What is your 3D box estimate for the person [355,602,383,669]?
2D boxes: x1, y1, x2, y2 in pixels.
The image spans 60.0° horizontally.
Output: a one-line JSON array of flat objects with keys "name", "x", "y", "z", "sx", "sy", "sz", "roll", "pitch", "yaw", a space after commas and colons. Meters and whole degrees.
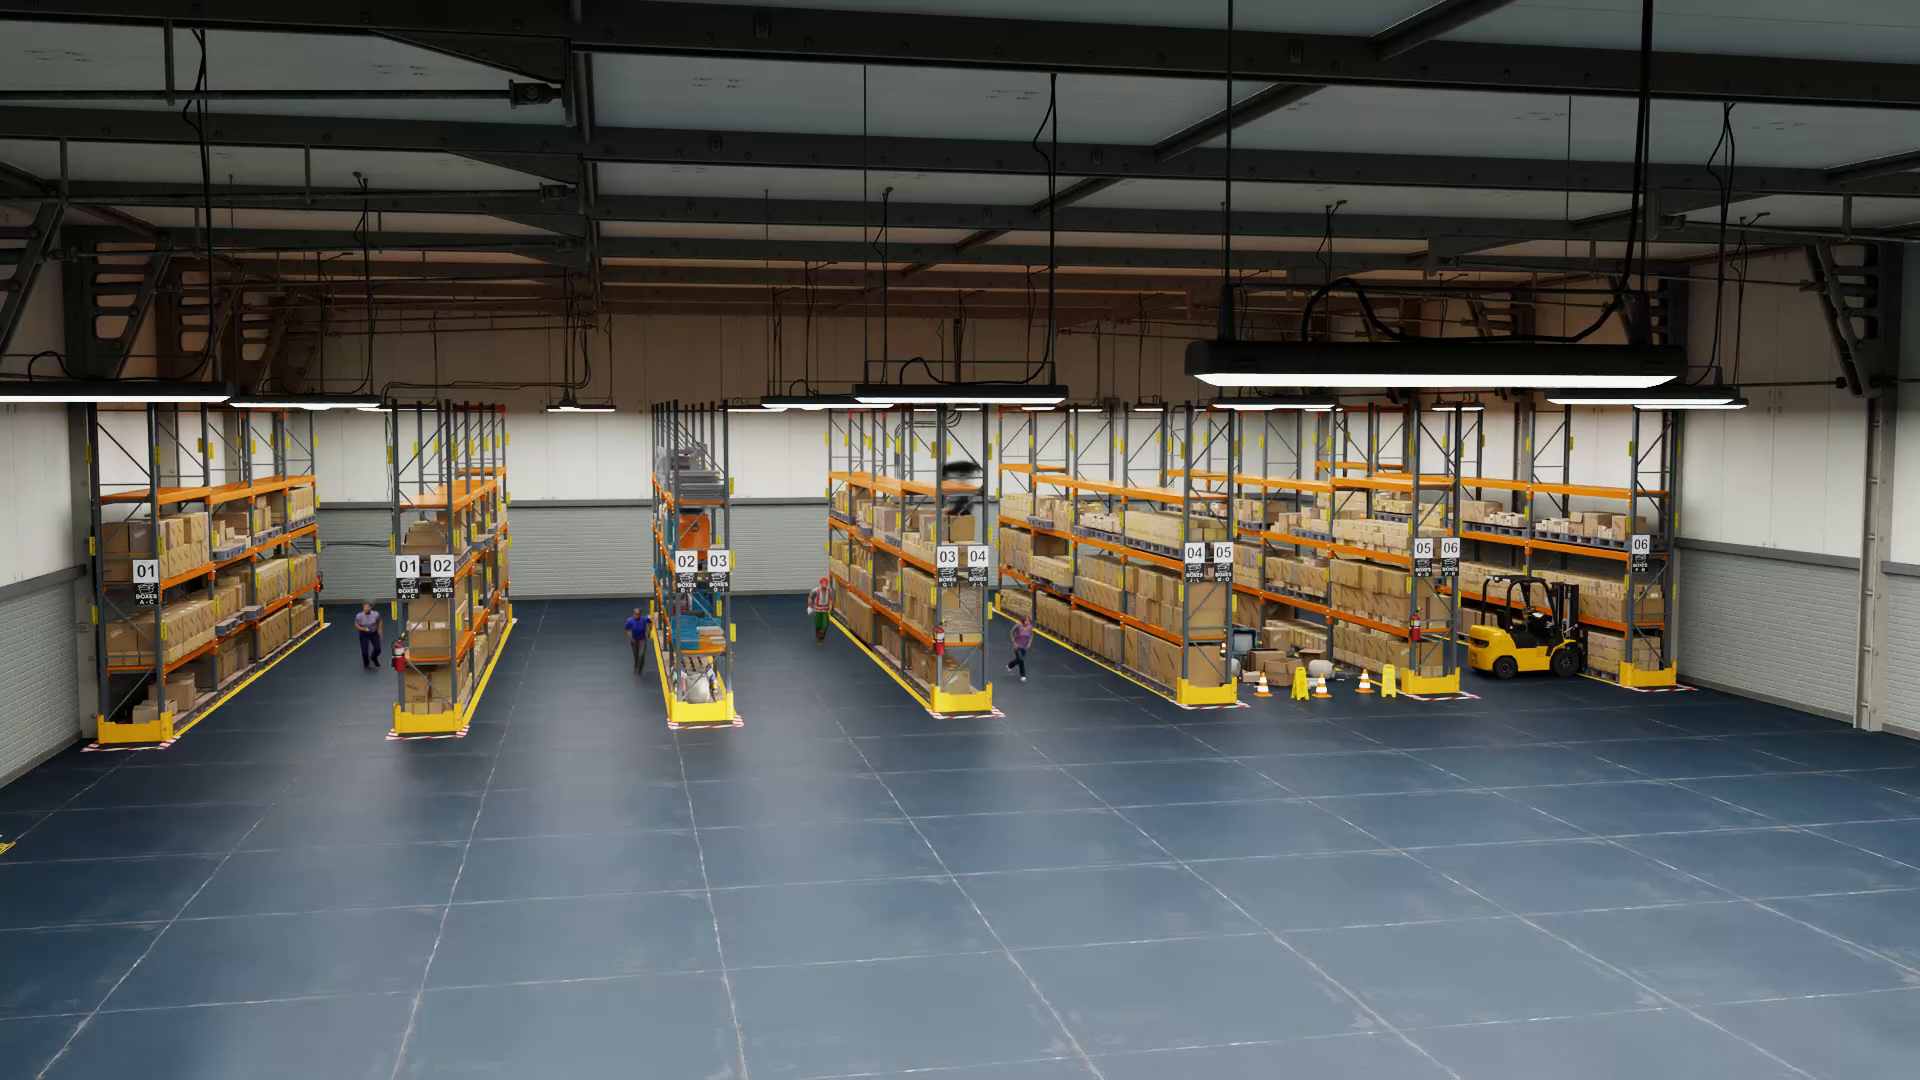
[{"name": "person", "x": -13.254, "y": 2.149, "z": 37.311, "sx": 0.606, "sy": 1.539, "sz": 0.767, "roll": -2, "pitch": 5, "yaw": -25}]

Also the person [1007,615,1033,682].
[{"name": "person", "x": 1.270, "y": 2.317, "z": 35.883, "sx": 0.538, "sy": 1.494, "sz": 0.918, "roll": -2, "pitch": 5, "yaw": -23}]

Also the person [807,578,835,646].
[{"name": "person", "x": -3.437, "y": 1.767, "z": 41.204, "sx": 0.662, "sy": 1.715, "sz": 0.704, "roll": -2, "pitch": 5, "yaw": -23}]

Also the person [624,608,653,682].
[{"name": "person", "x": -6.982, "y": 2.240, "z": 36.095, "sx": 0.610, "sy": 1.615, "sz": 0.975, "roll": -1, "pitch": 4, "yaw": -15}]
